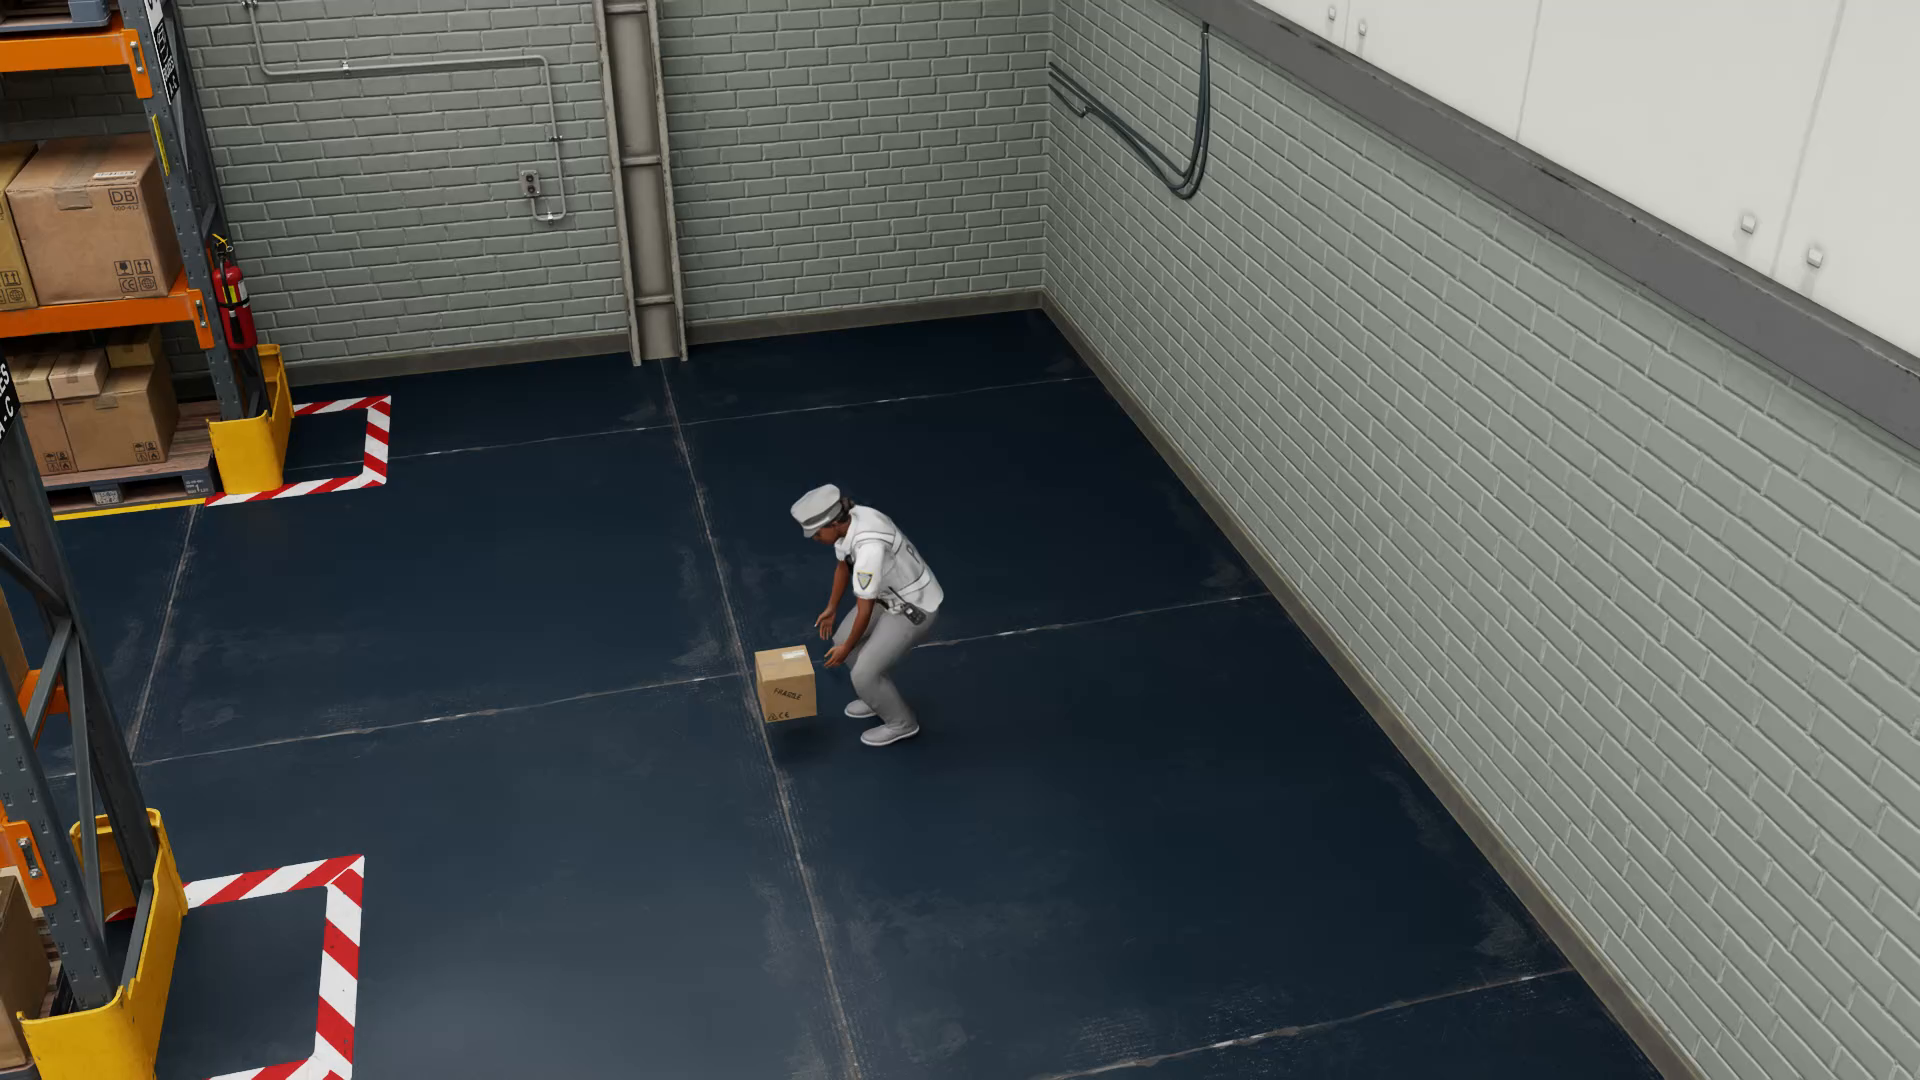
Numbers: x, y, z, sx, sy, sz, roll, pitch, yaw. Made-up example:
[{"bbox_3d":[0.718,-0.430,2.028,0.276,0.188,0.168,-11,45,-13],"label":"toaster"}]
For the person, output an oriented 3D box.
[{"bbox_3d":[-0.426,0.348,7.922,0.707,1.388,0.496,-8,31,-13],"label":"person"}]
